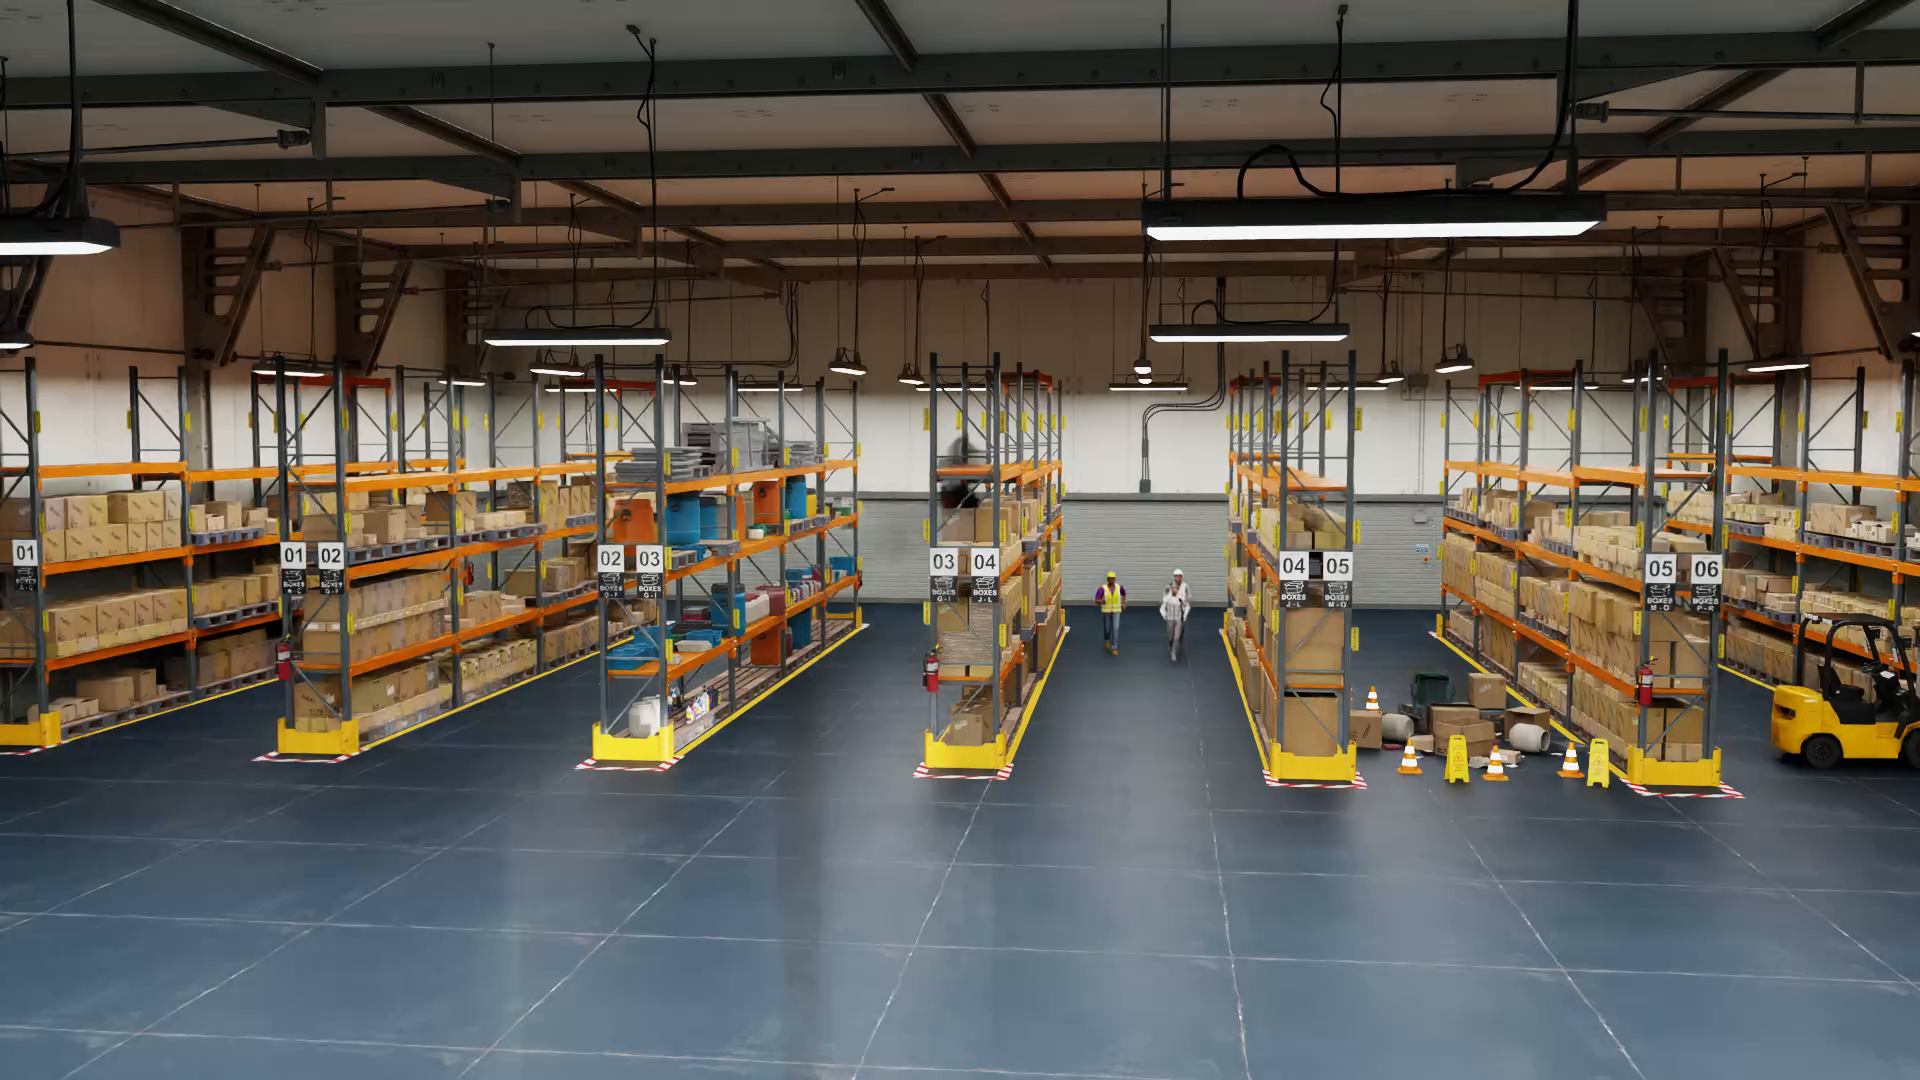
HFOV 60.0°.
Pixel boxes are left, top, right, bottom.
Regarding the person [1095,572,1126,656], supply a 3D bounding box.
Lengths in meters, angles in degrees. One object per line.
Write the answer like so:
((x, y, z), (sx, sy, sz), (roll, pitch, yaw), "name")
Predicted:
((3.257, 1.568, 35.849), (0.701, 1.764, 0.971), (0, 4, -1), "person")

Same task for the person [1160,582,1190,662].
((4.543, 1.702, 35.102), (0.633, 1.662, 0.758), (1, 4, 8), "person")

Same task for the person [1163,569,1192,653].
((4.755, 1.544, 36.388), (0.631, 1.834, 0.777), (0, 4, 4), "person")
